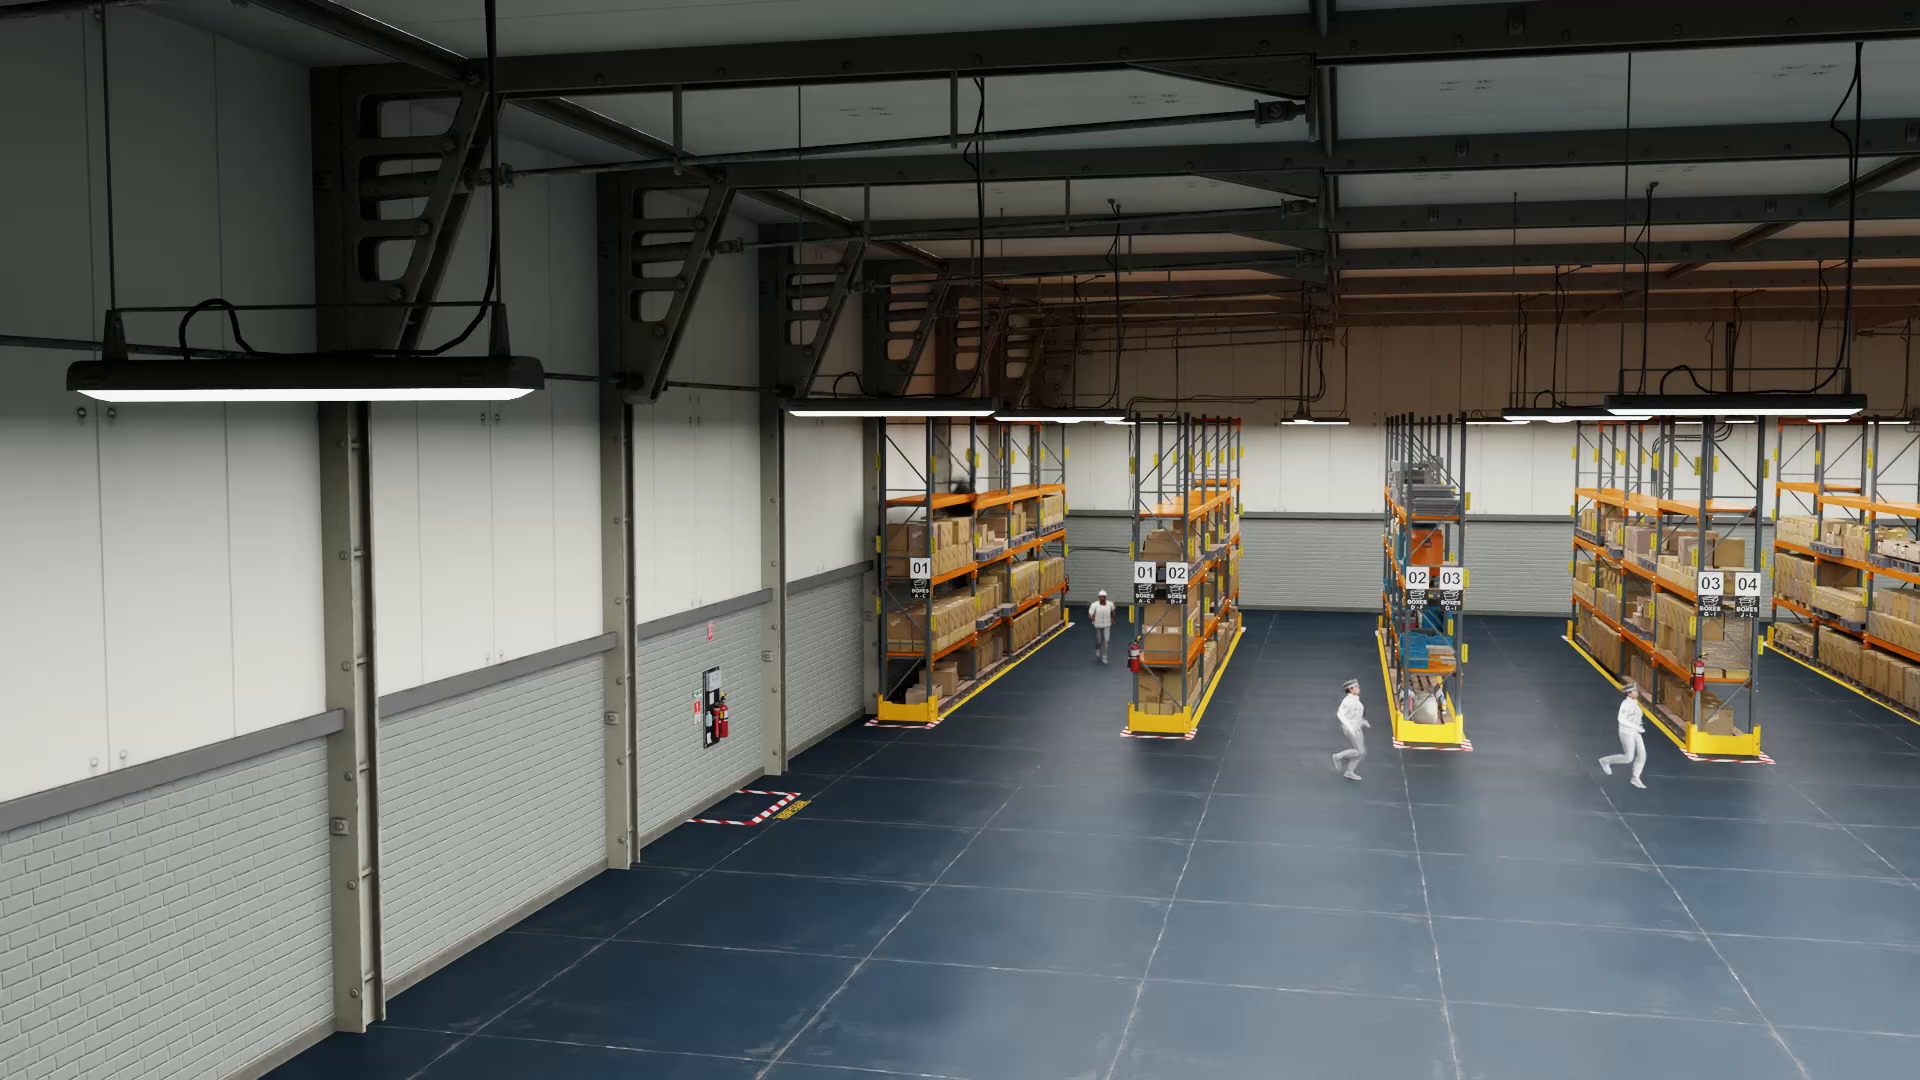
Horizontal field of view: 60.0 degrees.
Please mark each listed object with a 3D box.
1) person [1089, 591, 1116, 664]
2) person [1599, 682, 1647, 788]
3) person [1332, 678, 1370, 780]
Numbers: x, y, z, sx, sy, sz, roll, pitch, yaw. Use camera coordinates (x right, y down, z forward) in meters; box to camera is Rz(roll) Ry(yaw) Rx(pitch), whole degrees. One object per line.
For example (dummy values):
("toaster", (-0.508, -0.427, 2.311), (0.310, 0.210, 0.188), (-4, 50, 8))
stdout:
("person", (3.472, 2.102, 40.606), (0.682, 1.762, 0.926), (0, 4, -1))
("person", (10.673, 3.113, 26.667), (0.752, 1.705, 0.628), (3, 5, 42))
("person", (6.381, 3.074, 27.101), (0.552, 1.656, 0.606), (2, 4, 30))
